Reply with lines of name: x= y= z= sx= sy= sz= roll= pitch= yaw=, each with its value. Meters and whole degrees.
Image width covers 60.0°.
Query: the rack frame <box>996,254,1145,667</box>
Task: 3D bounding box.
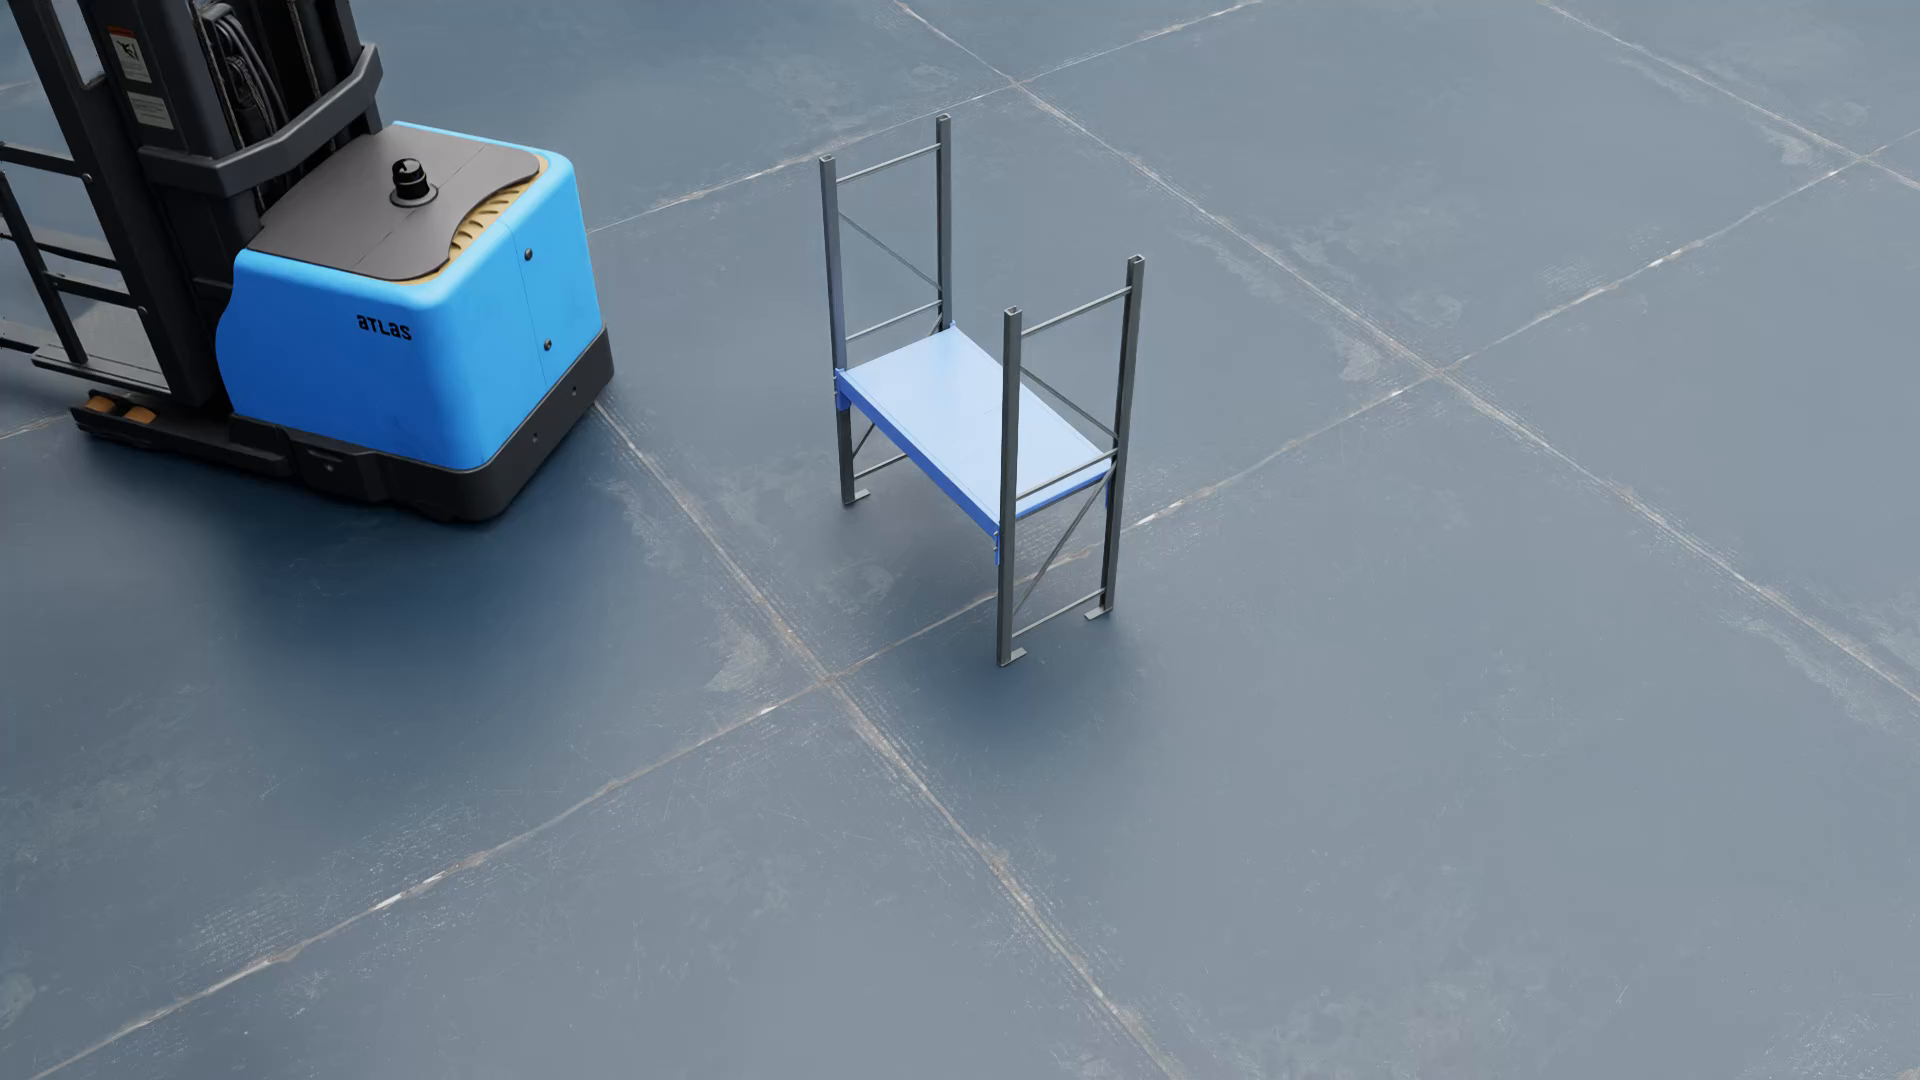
rack frame: x=0.340 y=-0.206 z=5.380 sx=0.500 sy=1.500 sz=0.032 roll=-26 pitch=49 yaw=-24

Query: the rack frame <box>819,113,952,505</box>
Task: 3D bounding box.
rack frame: x=-0.242 y=-0.782 z=5.983 sx=0.500 sy=1.500 sz=0.032 roll=-26 pitch=49 yaw=-24

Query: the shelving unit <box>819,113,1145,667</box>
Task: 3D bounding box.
shelving unit: x=0.049 y=-0.494 z=5.682 sx=0.538 sy=1.500 sz=1.048 roll=-26 pitch=49 yaw=-24

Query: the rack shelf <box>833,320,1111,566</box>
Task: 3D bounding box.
rack shelf: x=0.049 y=-0.364 z=5.806 sx=0.538 sy=0.185 sz=1.000 roll=-26 pitch=49 yaw=-24

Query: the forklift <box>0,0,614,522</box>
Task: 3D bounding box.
forklift: x=-3.001 y=-1.753 z=5.964 sx=3.031 sy=2.935 sz=1.130 roll=14 pitch=45 yaw=14
